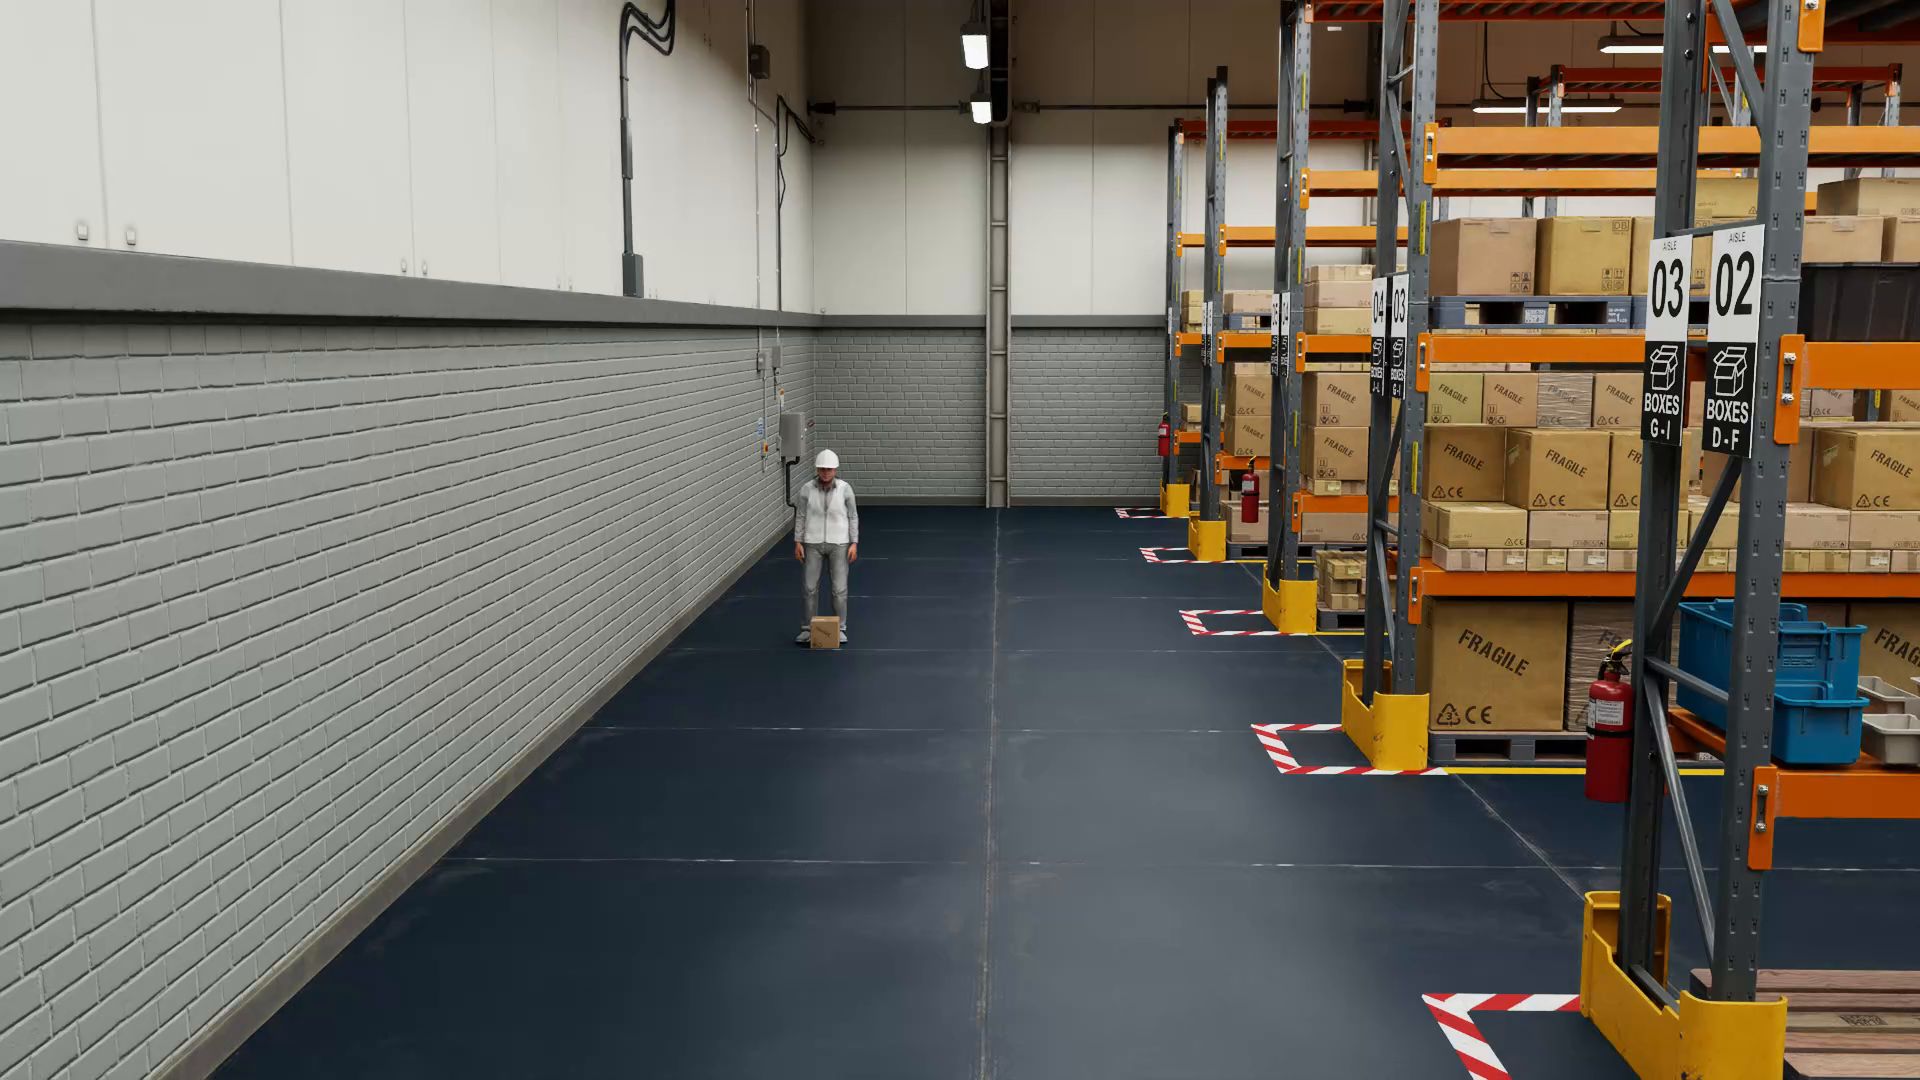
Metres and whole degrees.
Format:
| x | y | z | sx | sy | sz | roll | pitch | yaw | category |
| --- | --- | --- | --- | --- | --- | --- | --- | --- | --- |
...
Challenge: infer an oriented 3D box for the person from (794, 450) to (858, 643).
| x | y | z | sx | sy | sz | roll | pitch | yaw | category |
| --- | --- | --- | --- | --- | --- | --- | --- | --- | --- |
| -1.226 | 0.052 | 15.244 | 0.586 | 1.771 | 0.466 | 0 | 7 | 0 | person |
